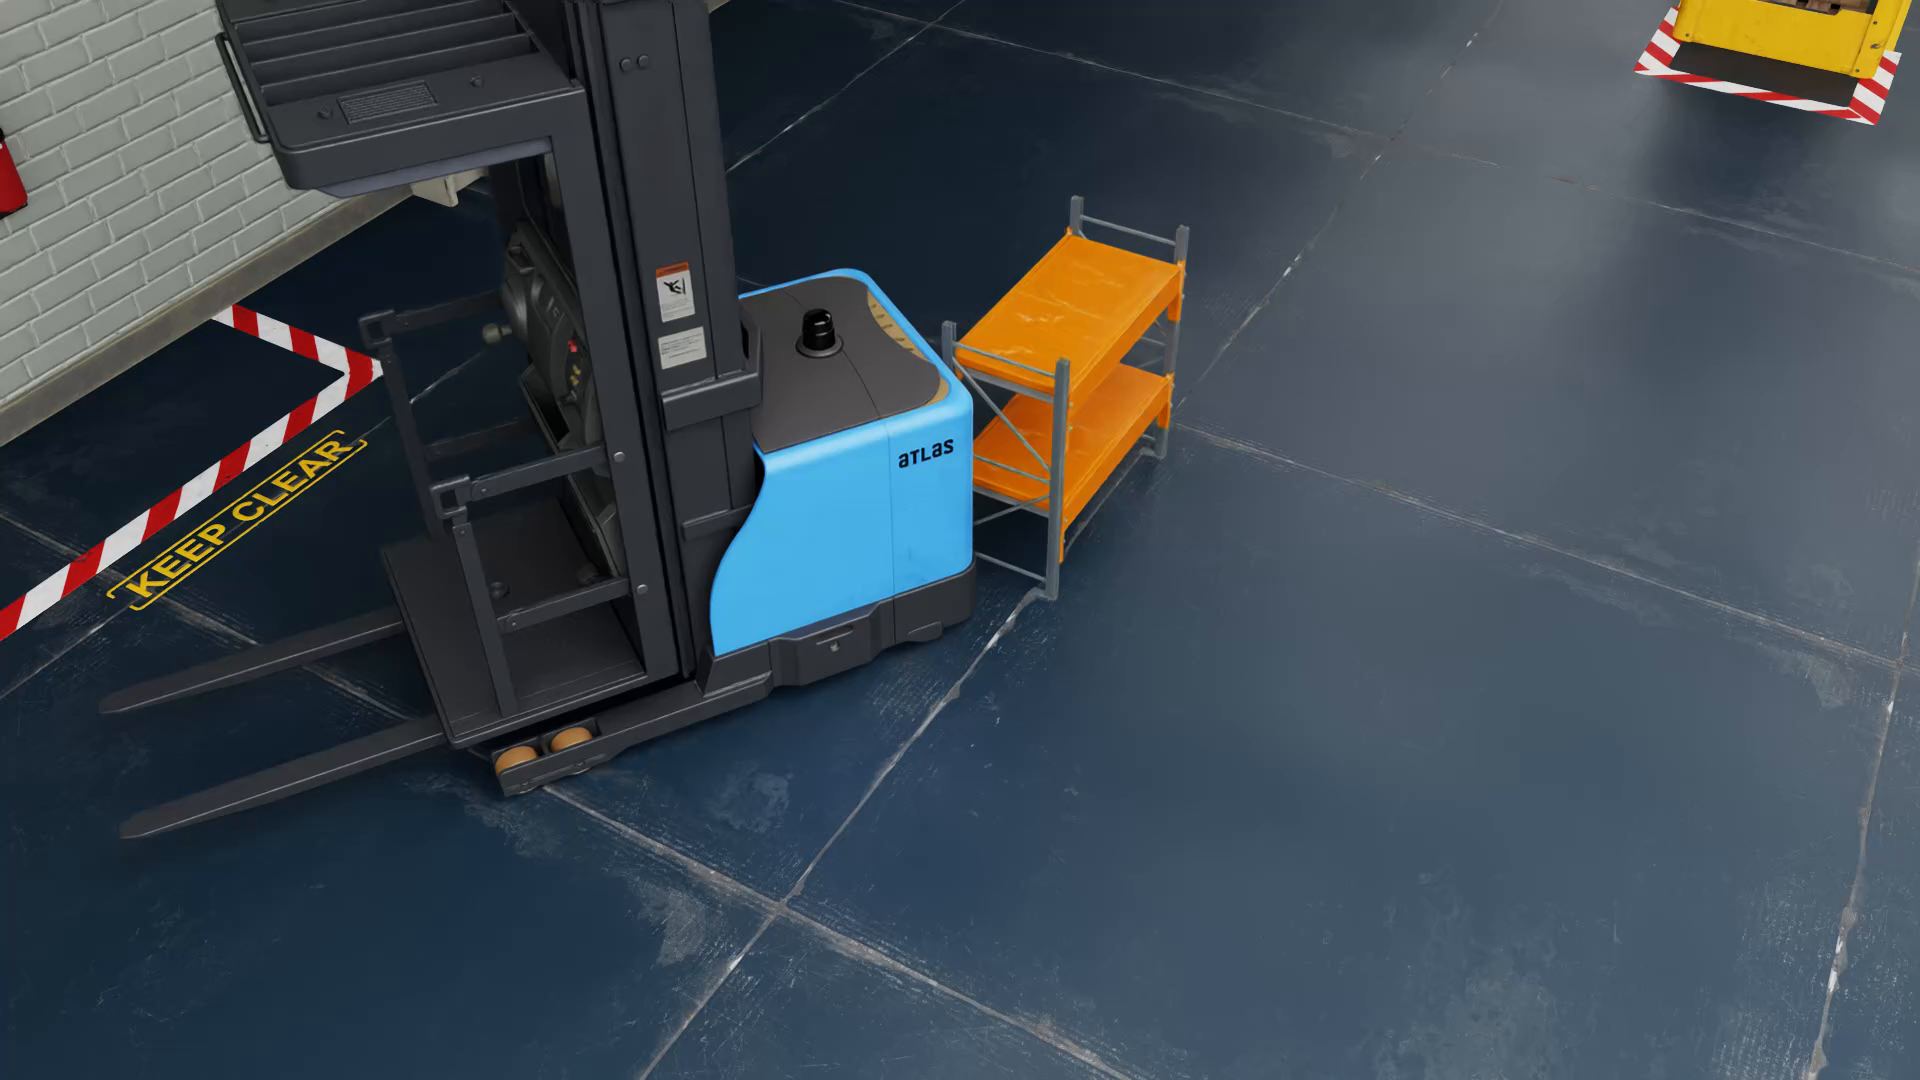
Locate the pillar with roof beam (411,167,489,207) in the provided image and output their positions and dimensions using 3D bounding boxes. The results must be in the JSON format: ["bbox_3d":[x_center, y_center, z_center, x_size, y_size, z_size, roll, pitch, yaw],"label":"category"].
[{"bbox_3d":[1.023,-3.865,4.330,9.100,9.000,0.400,21,45,22],"label":"pillar with roof beam"}]

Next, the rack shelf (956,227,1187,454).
[{"bbox_3d":[0.410,-0.785,6.347,0.538,0.278,1.000,21,45,22],"label":"rack shelf"}]

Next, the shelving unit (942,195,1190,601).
[{"bbox_3d":[0.410,-0.565,6.541,0.538,1.125,1.048,21,45,22],"label":"shelving unit"}]

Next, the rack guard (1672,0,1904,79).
[{"bbox_3d":[4.976,-3.196,10.001,1.175,0.500,0.348,21,45,22],"label":"rack guard"}]

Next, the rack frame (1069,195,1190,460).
[{"bbox_3d":[0.662,-0.857,6.872,0.500,1.125,0.032,21,45,22],"label":"rack frame"}]

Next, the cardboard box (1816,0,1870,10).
[{"bbox_3d":[5.449,-3.506,10.225,0.500,0.250,0.500,21,45,22],"label":"cardboard box"}]

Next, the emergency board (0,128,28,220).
[{"bbox_3d":[-3.974,-1.636,6.338,0.194,1.169,0.643,21,45,22],"label":"emergency board"}]

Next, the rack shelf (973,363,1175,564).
[{"bbox_3d":[0.410,-0.382,6.702,0.538,0.278,1.000,21,45,22],"label":"rack shelf"}]

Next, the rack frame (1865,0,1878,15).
[{"bbox_3d":[4.988,-4.147,9.190,1.000,3.000,0.127,21,45,22],"label":"rack frame"}]

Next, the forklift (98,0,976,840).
[{"bbox_3d":[-1.491,-0.624,5.241,3.031,2.935,1.130,-19,45,-20],"label":"forklift"}]

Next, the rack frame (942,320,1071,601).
[{"bbox_3d":[0.159,-0.273,6.209,0.500,1.125,0.032,21,45,22],"label":"rack frame"}]

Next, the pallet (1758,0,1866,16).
[{"bbox_3d":[5.334,-3.552,10.624,1.003,0.211,1.213,21,45,22],"label":"pallet"}]
